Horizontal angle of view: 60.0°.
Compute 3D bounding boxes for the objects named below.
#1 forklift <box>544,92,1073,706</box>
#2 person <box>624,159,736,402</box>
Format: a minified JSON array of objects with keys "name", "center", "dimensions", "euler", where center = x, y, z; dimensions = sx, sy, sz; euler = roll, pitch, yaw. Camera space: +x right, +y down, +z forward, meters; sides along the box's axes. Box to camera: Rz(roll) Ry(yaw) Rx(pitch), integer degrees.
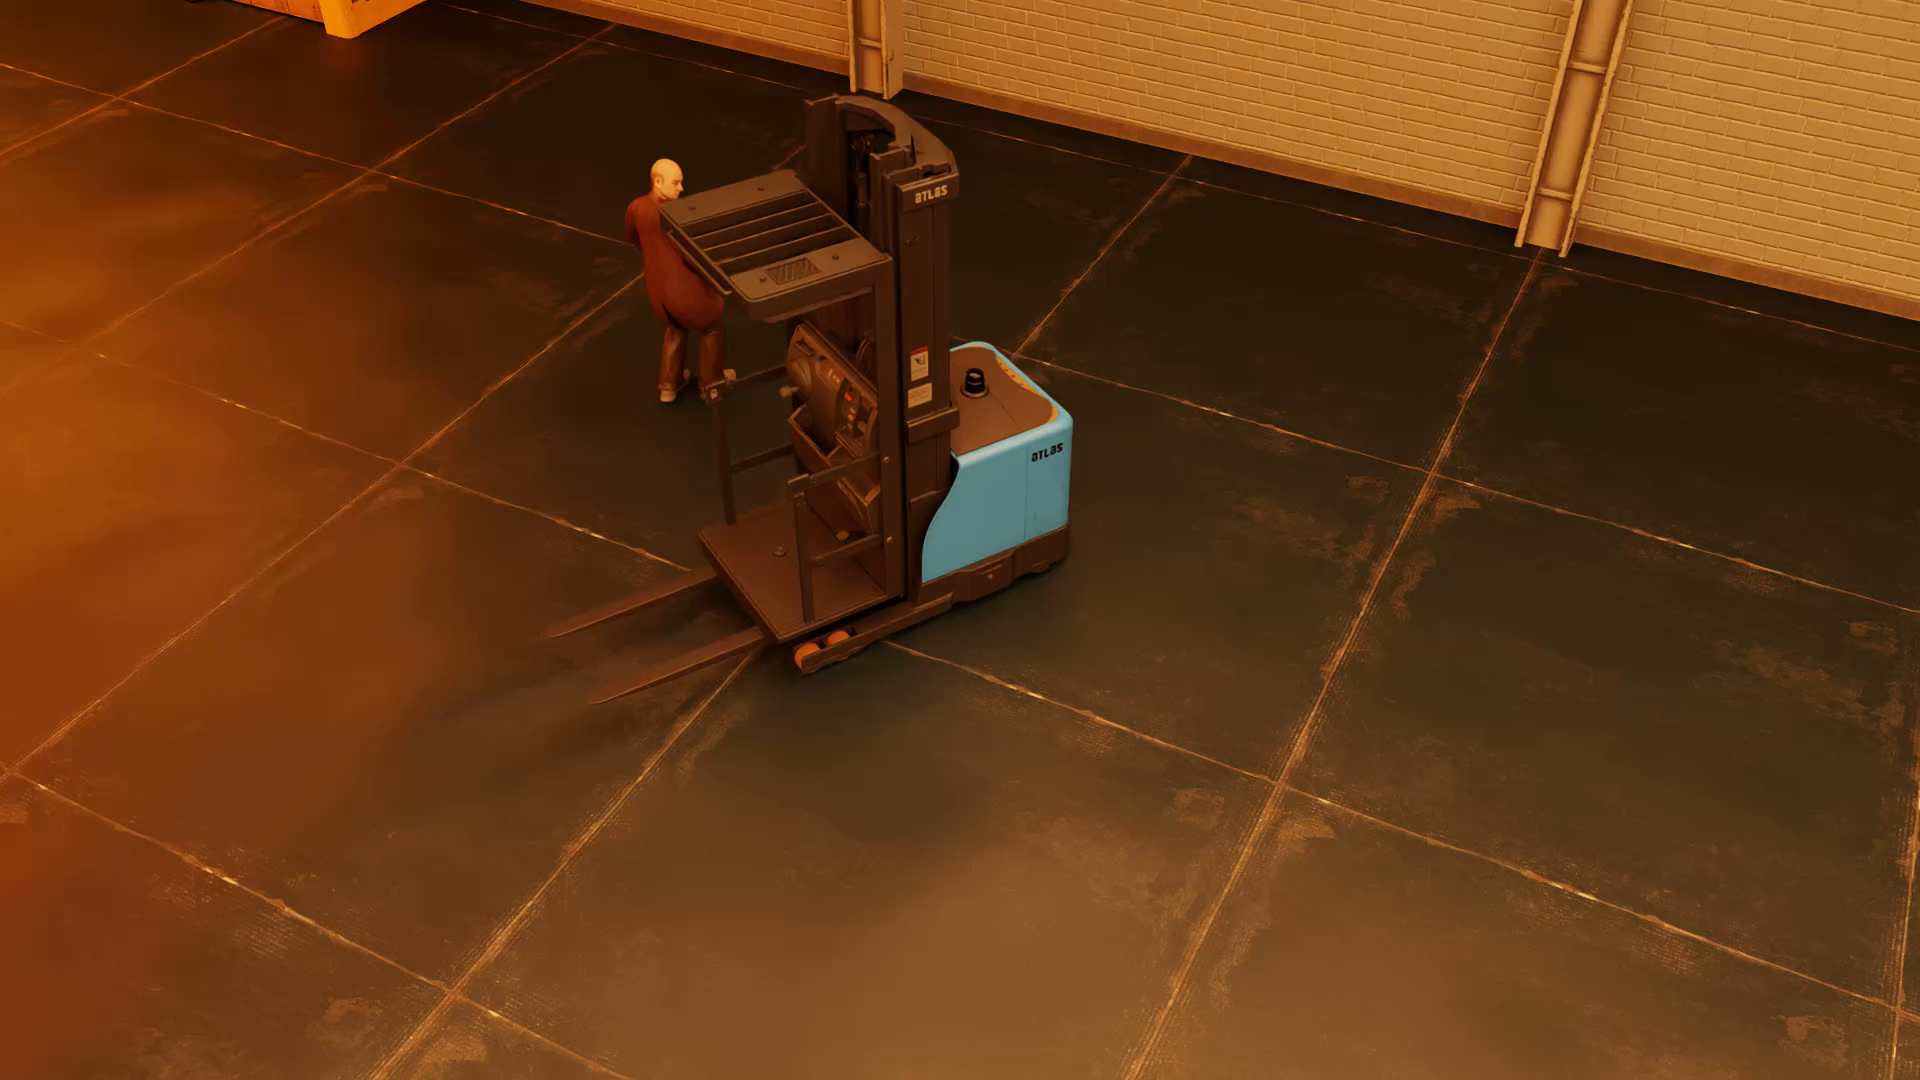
[{"name":"forklift","center":[-0.866,-0.763,8.893],"dimensions":[3.031,2.935,1.130],"euler":[-22,45,-24]},{"name":"person","center":[-1.838,-1.709,10.972],"dimensions":[0.808,1.728,0.548],"euler":[26,46,27]}]
